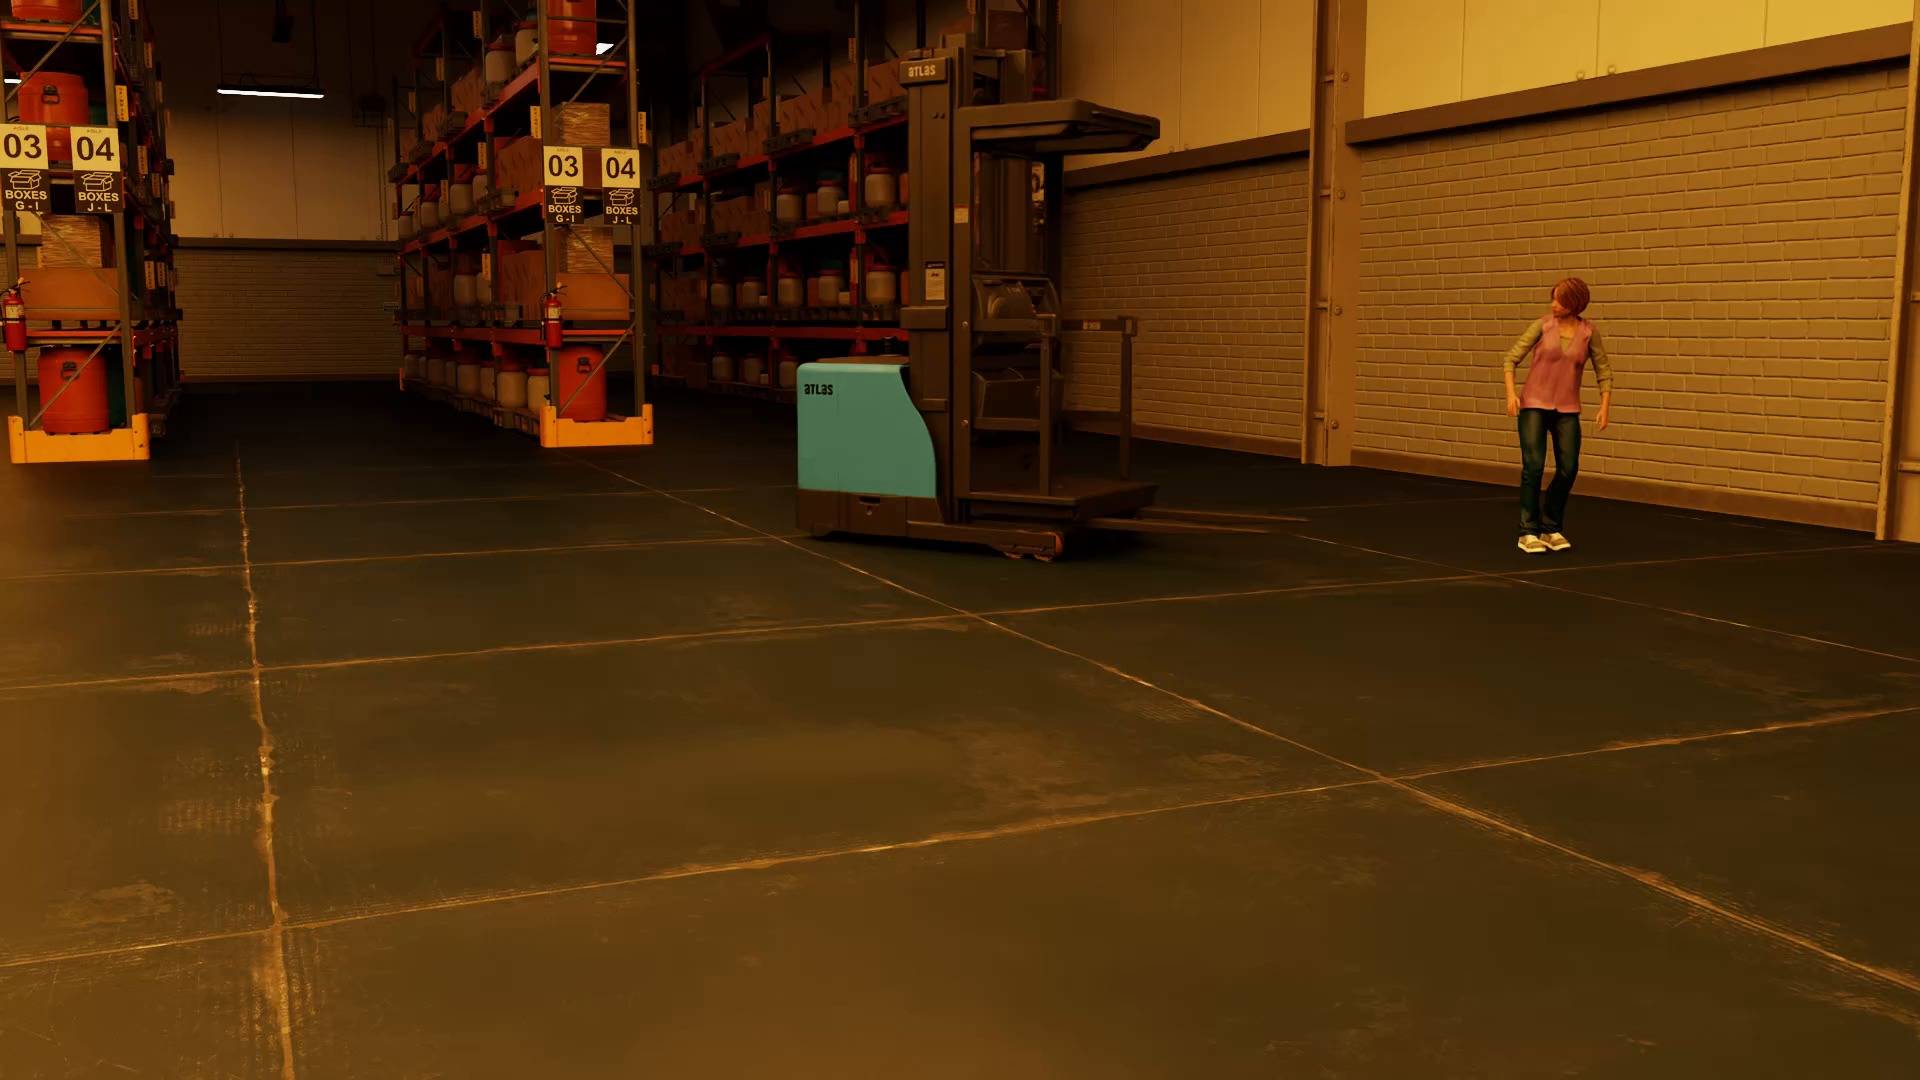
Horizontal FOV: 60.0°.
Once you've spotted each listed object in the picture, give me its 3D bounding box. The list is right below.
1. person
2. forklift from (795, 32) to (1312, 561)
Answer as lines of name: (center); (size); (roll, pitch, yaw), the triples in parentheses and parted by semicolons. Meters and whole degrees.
person: (3.465, -0.711, 9.604); (0.613, 1.562, 0.448); (0, 8, 2)
forklift: (0.512, -1.413, 9.657); (3.031, 2.935, 1.130); (5, 9, 32)
